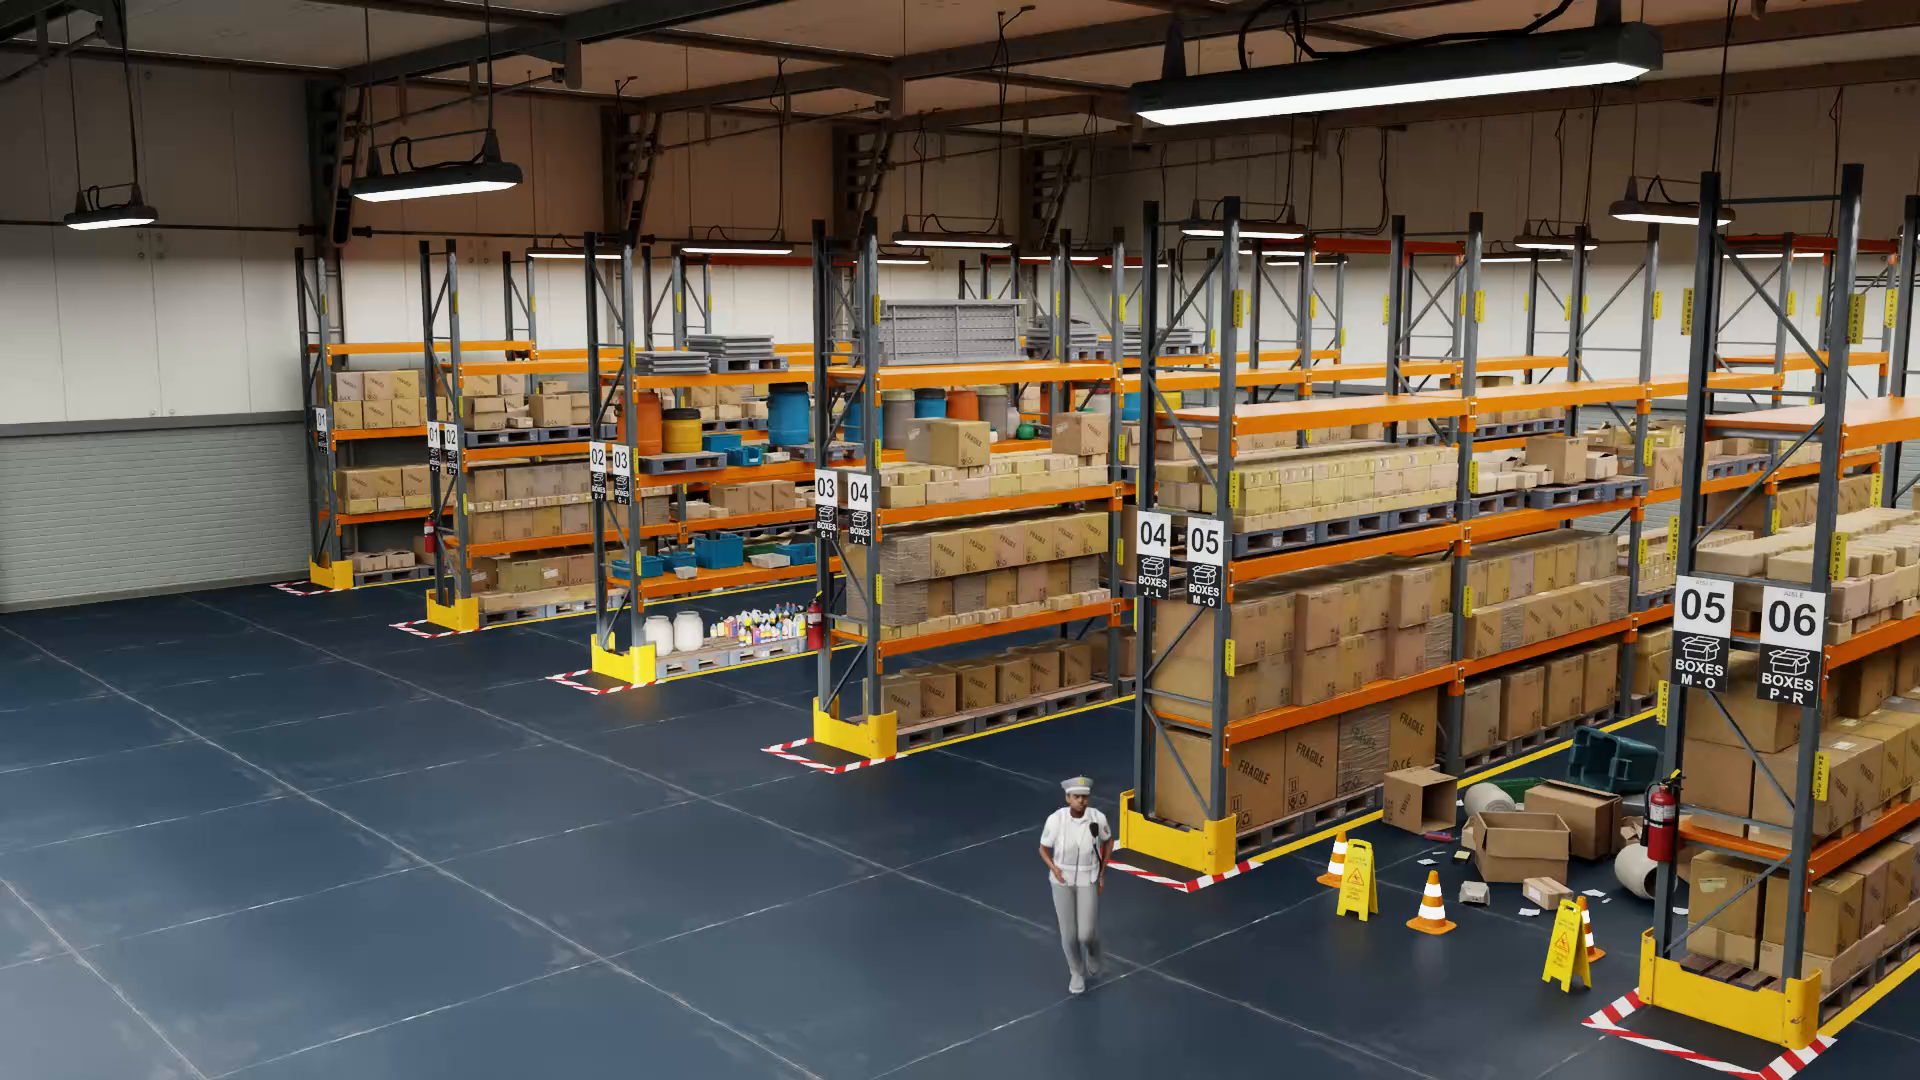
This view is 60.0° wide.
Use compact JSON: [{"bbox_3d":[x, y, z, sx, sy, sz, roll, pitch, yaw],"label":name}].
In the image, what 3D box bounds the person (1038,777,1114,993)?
[{"bbox_3d":[0.862,2.554,12.348,0.564,1.669,0.573,0,8,3],"label":"person"}]
